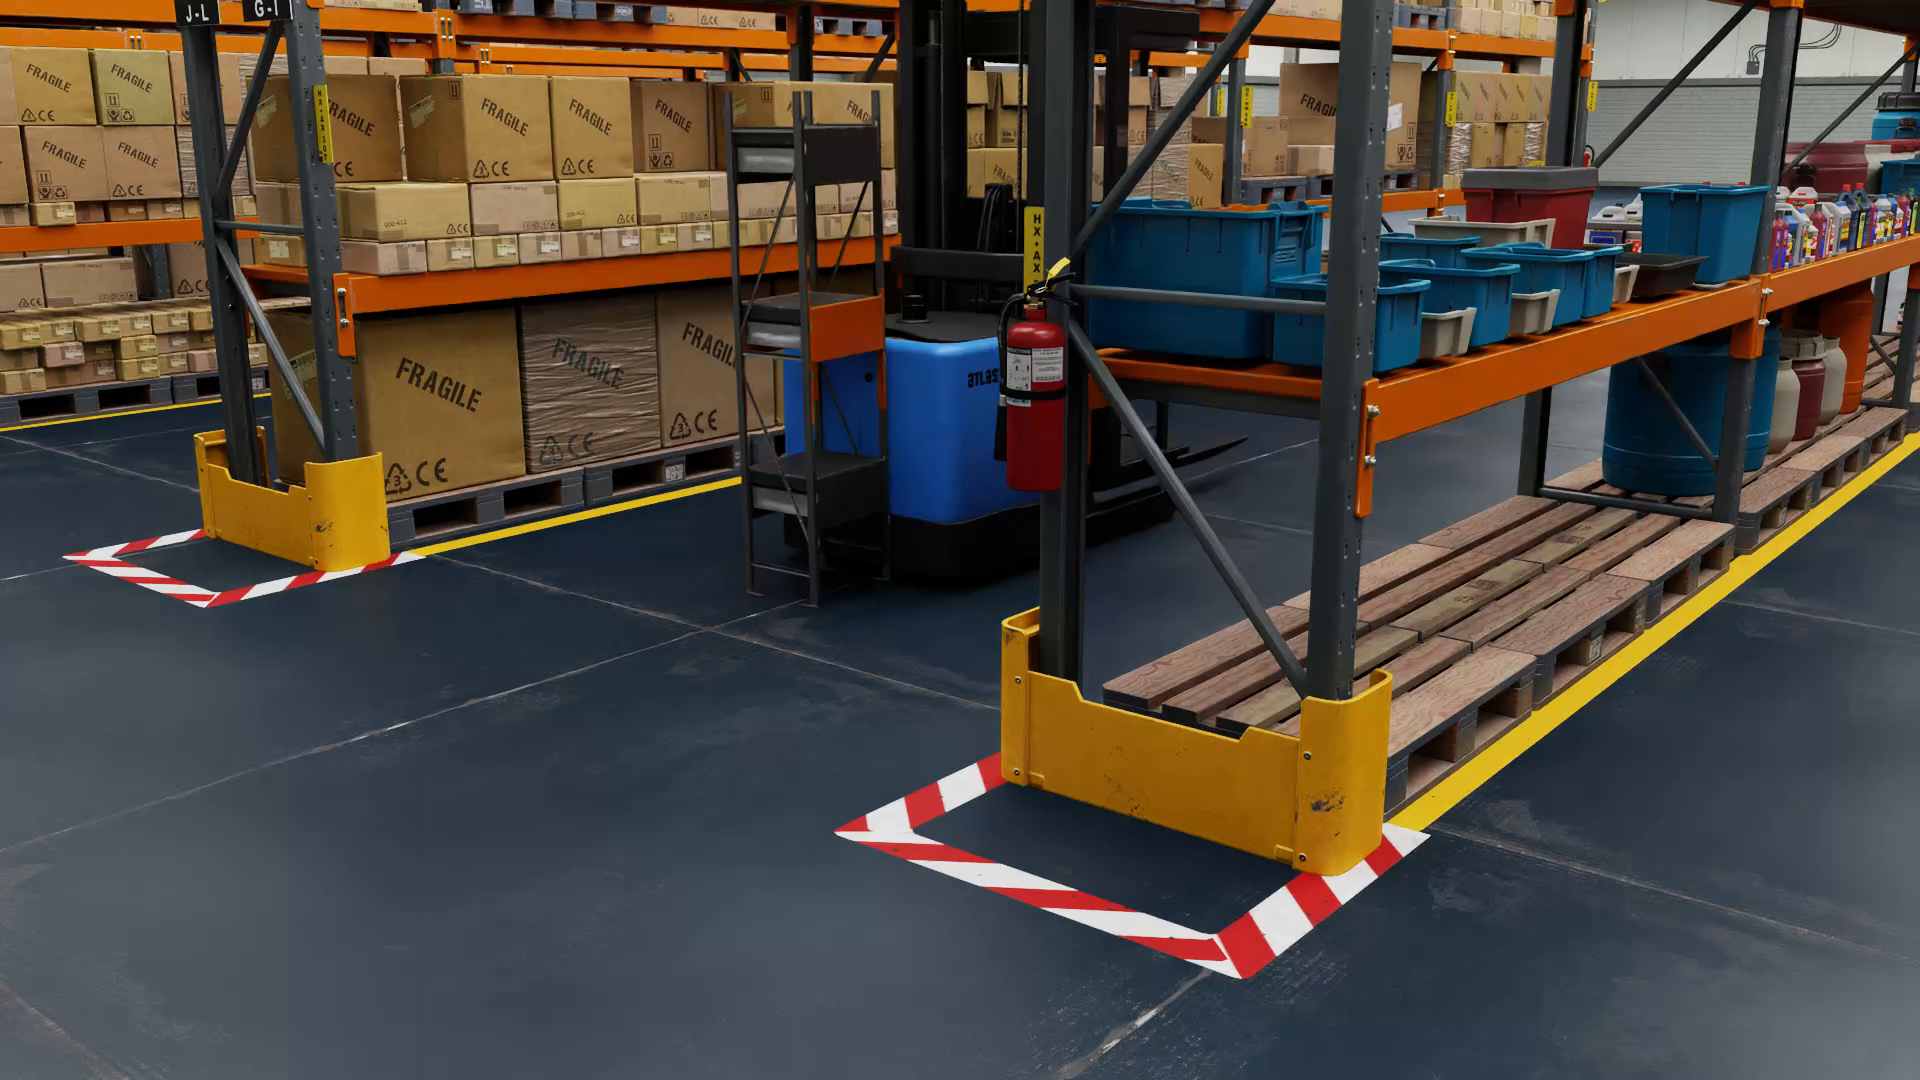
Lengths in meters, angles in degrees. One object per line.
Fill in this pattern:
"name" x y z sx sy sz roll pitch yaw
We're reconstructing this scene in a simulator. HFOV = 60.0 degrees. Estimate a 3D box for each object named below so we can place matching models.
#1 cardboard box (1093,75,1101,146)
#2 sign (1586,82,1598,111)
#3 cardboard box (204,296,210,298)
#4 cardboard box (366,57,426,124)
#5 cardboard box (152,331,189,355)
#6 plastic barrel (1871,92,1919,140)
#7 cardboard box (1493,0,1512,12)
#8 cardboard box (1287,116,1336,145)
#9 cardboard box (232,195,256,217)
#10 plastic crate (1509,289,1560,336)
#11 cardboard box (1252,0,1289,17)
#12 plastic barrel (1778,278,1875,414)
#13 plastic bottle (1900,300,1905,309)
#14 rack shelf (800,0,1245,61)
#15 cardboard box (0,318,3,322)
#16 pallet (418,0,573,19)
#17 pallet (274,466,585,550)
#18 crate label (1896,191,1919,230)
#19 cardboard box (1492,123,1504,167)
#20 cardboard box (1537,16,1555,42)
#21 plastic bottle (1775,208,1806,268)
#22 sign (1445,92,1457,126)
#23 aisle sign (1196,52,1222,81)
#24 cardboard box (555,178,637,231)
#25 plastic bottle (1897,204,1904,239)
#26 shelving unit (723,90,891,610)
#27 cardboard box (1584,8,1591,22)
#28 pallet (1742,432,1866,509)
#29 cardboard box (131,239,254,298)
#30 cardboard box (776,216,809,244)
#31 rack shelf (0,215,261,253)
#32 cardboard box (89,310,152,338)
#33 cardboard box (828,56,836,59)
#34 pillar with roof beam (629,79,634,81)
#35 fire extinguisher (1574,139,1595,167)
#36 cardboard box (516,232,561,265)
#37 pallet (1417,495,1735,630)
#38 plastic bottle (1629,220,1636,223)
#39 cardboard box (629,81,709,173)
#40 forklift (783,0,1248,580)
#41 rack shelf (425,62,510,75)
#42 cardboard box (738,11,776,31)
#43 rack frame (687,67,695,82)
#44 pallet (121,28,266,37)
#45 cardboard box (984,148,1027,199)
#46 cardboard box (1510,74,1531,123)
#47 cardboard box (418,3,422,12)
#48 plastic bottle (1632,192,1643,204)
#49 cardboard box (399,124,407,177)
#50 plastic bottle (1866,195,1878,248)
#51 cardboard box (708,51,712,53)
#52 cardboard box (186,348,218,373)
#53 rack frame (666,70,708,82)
"cardboard box" 0.545 -3.104 12.008 0.797 0.503 0.637 12 19 39
"sign" 7.292 -5.117 19.181 0.100 0.325 0.005 11 18 38
"cardboard box" -5.658 -1.803 12.859 0.380 0.149 0.250 10 18 35
"cardboard box" -4.549 -3.527 13.075 0.500 0.500 0.500 10 18 36
"cardboard box" -5.809 -1.444 12.048 0.380 0.149 0.250 10 17 35
"plastic barrel" 7.733 -3.176 13.514 0.600 0.901 0.708 11 18 38
"cardboard box" 5.460 -5.517 17.150 0.380 0.149 0.250 11 18 37
"cardboard box" 3.341 -3.634 15.272 0.797 0.503 0.637 14 20 43
"cardboard box" -5.388 -2.458 12.217 0.380 0.149 0.250 12 18 39
"plastic crate" 1.773 -0.738 5.350 0.250 0.136 0.298 11 18 38
"cardboard box" 2.338 -4.392 13.533 0.500 0.250 0.500 12 18 39
"plastic barrel" 5.403 -1.249 10.504 0.600 0.830 0.708 11 18 38
"plastic bottle" 8.257 -2.000 14.527 0.061 0.283 0.133 12 19 40
"rack shelf" 0.588 -3.683 11.896 1.077 0.370 4.000 11 18 38
"cardboard box" -6.842 -1.466 11.531 0.380 0.149 0.250 12 18 38
"pallet" -3.993 -4.446 13.821 1.213 0.211 1.003 11 18 38
"pallet" -2.741 -0.242 8.647 1.003 0.211 1.213 11 18 38
"crate label" 6.254 -2.136 10.777 0.303 0.233 0.416 11 18 38
"cardboard box" 5.267 -4.197 17.746 0.875 0.500 0.500 11 18 38
"cardboard box" 6.127 -5.549 18.087 0.500 0.250 0.500 12 18 39
"plastic bottle" 4.001 -1.468 8.060 0.152 0.276 0.135 11 18 38
"sign" 4.793 -4.202 16.222 0.100 0.325 0.005 11 18 38
"aisle sign" 3.357 -6.507 22.363 0.394 0.787 0.004 11 18 38
"cardboard box" -2.031 -1.746 8.605 0.500 0.250 0.500 11 18 36
"plastic bottle" 5.543 -1.891 9.877 0.097 0.201 0.097 0 14 0
"shelving unit" -0.626 -0.803 7.000 0.431 2.100 0.503 10 19 35
"cardboard box" 6.941 -5.965 18.916 0.380 0.149 0.250 11 18 38
"pallet" 4.467 -0.452 9.475 1.003 0.211 1.213 11 18 38
"cardboard box" -8.050 -3.033 17.432 0.875 0.875 0.875 12 19 39
"cardboard box" -1.091 -1.816 9.689 0.380 0.149 0.250 12 18 39
"rack shelf" -5.720 -2.250 12.347 1.077 0.370 4.000 11 18 38
"cardboard box" -5.955 -1.533 11.796 0.380 0.149 0.250 10 17 35
"cardboard box" -1.991 -6.910 23.648 0.380 0.149 0.250 11 18 38
"pillar with roof beam" -2.488 -9.041 25.436 9.100 9.000 0.400 11 18 38
"fire extinguisher" 7.303 -4.406 19.530 0.296 0.674 0.183 11 18 38
"cardboard box" -2.220 -1.472 8.336 0.380 0.149 0.250 11 18 37
"pallet" 2.751 0.070 7.417 1.003 0.211 1.213 11 18 38
"plastic bottle" 3.362 -1.500 8.338 0.097 0.201 0.097 0 14 0
"cardboard box" -1.808 -2.384 9.591 0.500 0.500 0.500 11 18 36
"forklift" 0.473 -1.552 8.279 1.130 2.935 3.031 11 18 36
"rack shelf" -8.469 -6.750 23.969 1.077 0.370 4.000 11 18 38
"cardboard box" -2.111 -5.101 15.815 0.500 0.500 0.500 11 18 38
"rack frame" -3.349 -5.260 22.737 1.000 3.000 0.127 11 18 38
"pallet" -7.839 -5.272 17.081 0.805 0.209 1.217 10 18 35
"cardboard box" 0.130 -2.389 11.231 0.500 0.500 0.500 11 18 38
"cardboard box" 5.773 -4.740 17.850 0.500 0.500 0.500 11 18 38
"cardboard box" -6.337 -5.981 18.426 0.700 0.500 0.500 10 17 35
"plastic bottle" 3.507 -1.631 8.550 0.144 0.351 0.185 11 18 38
"cardboard box" -4.548 -3.038 13.181 0.500 0.500 0.500 11 18 38
"plastic bottle" 5.057 -1.775 9.255 0.061 0.283 0.133 11 18 38
"cardboard box" -3.388 -6.700 22.822 0.380 0.149 0.250 11 18 38
"cardboard box" -5.591 -1.329 12.200 0.380 0.149 0.250 10 17 35
"rack frame" -4.698 -6.794 28.773 1.000 3.000 0.127 11 18 38
